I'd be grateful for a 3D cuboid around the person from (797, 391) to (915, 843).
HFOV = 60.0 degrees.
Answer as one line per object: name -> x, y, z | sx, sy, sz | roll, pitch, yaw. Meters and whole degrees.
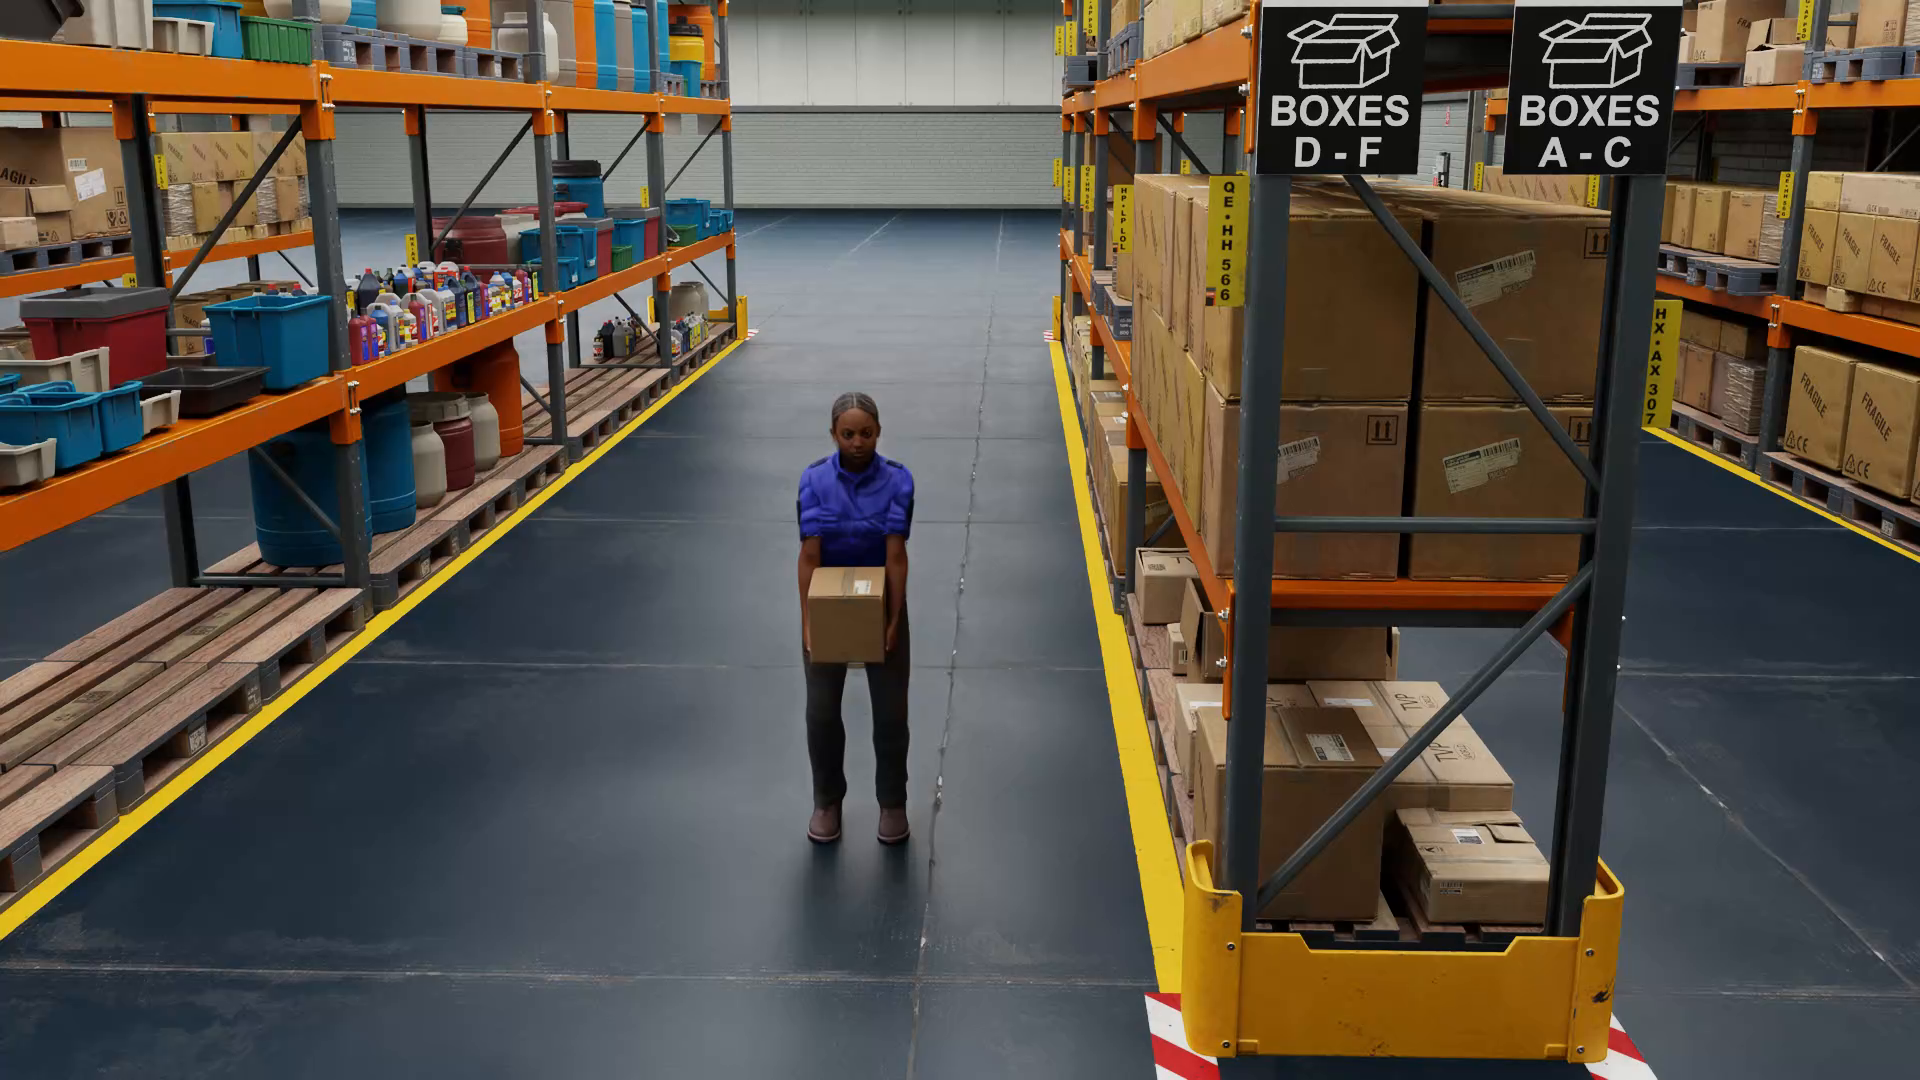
person -> -0.365, 0.302, 5.893 | 0.412, 1.623, 0.530 | 0, 14, 0
